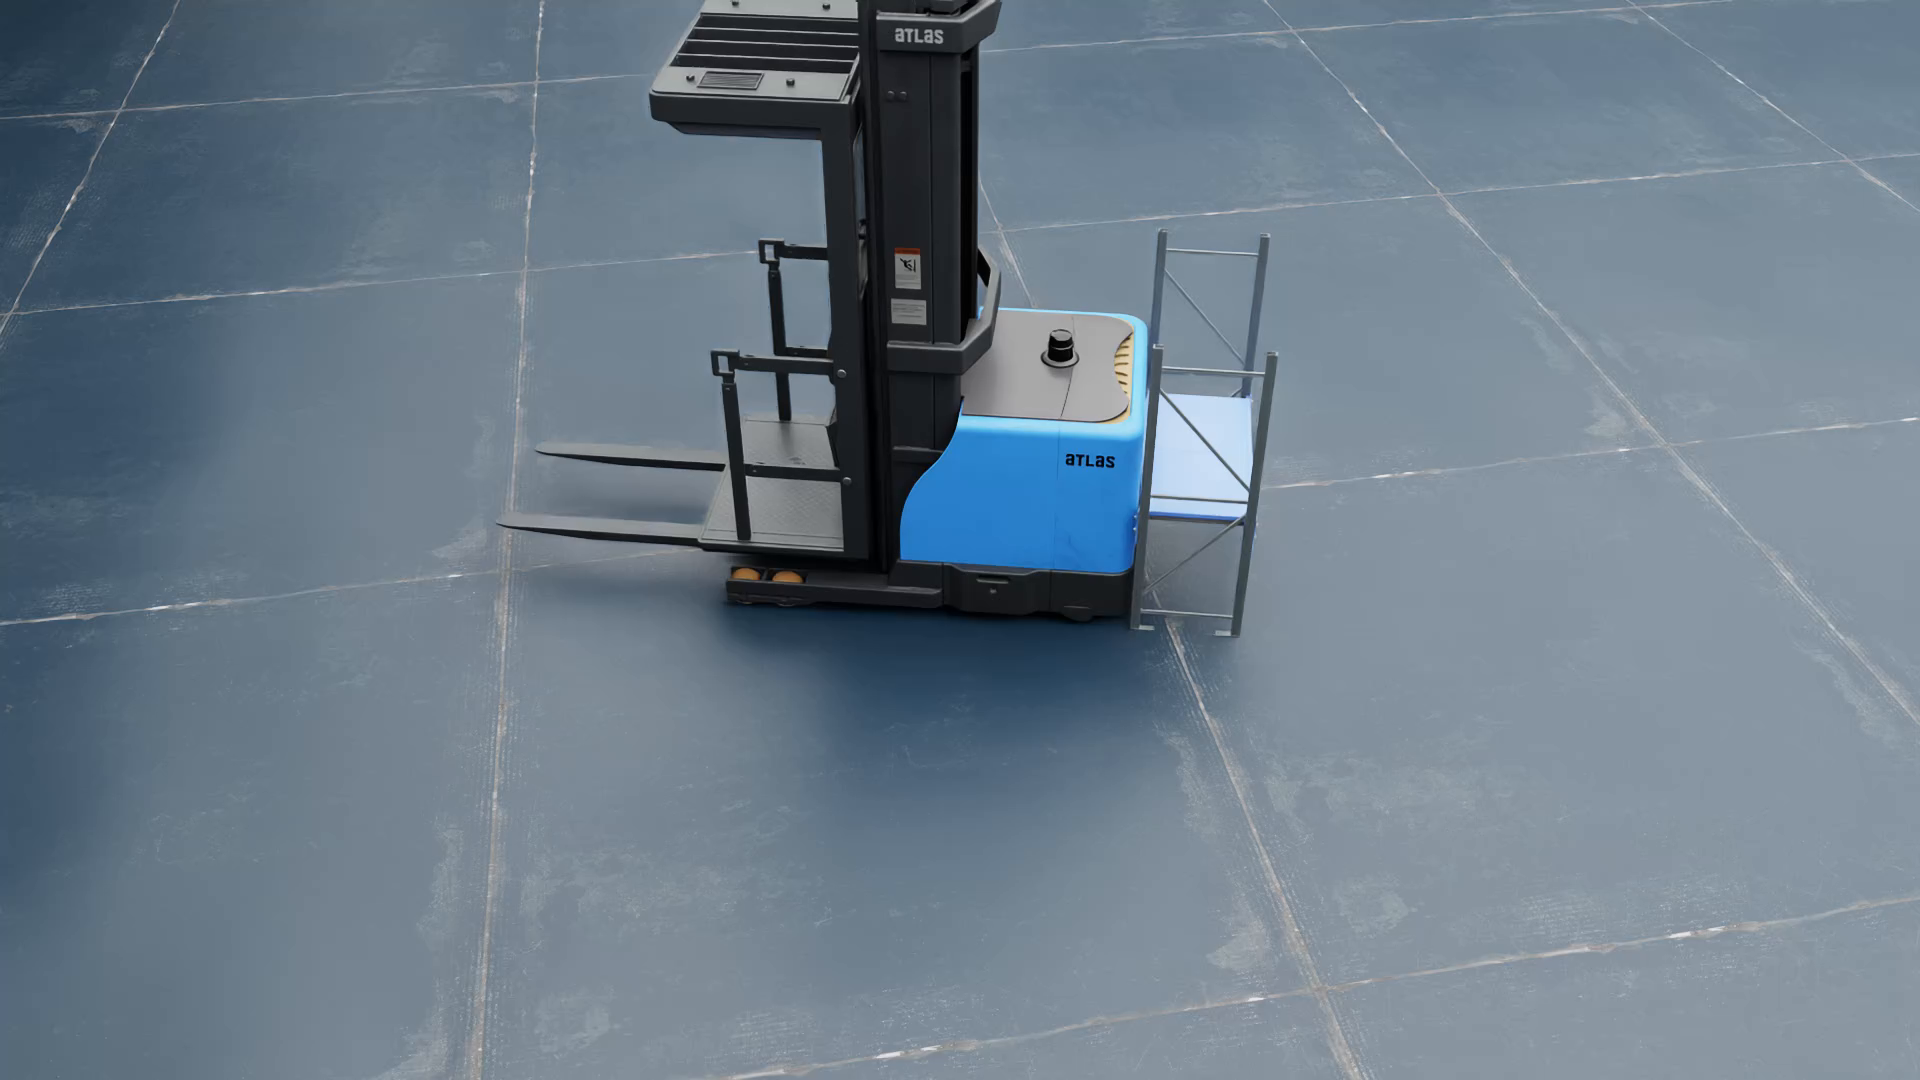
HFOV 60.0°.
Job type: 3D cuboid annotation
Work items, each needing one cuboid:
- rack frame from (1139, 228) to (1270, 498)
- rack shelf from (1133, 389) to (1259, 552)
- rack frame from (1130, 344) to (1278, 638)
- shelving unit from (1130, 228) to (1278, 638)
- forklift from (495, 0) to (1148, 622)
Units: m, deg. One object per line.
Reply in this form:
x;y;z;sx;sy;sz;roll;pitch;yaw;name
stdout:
1.144;-0.792;7.947;0.500;1.500;0.032;4;38;5;rack frame
1.086;-0.340;7.659;0.538;0.185;1.000;4;38;5;rack shelf
1.028;-0.173;7.149;0.500;1.500;0.032;4;38;5;rack frame
1.086;-0.482;7.548;0.538;1.500;1.048;4;38;5;shelving unit
-0.666;-1.165;7.260;3.031;2.935;1.130;4;38;5;forklift
